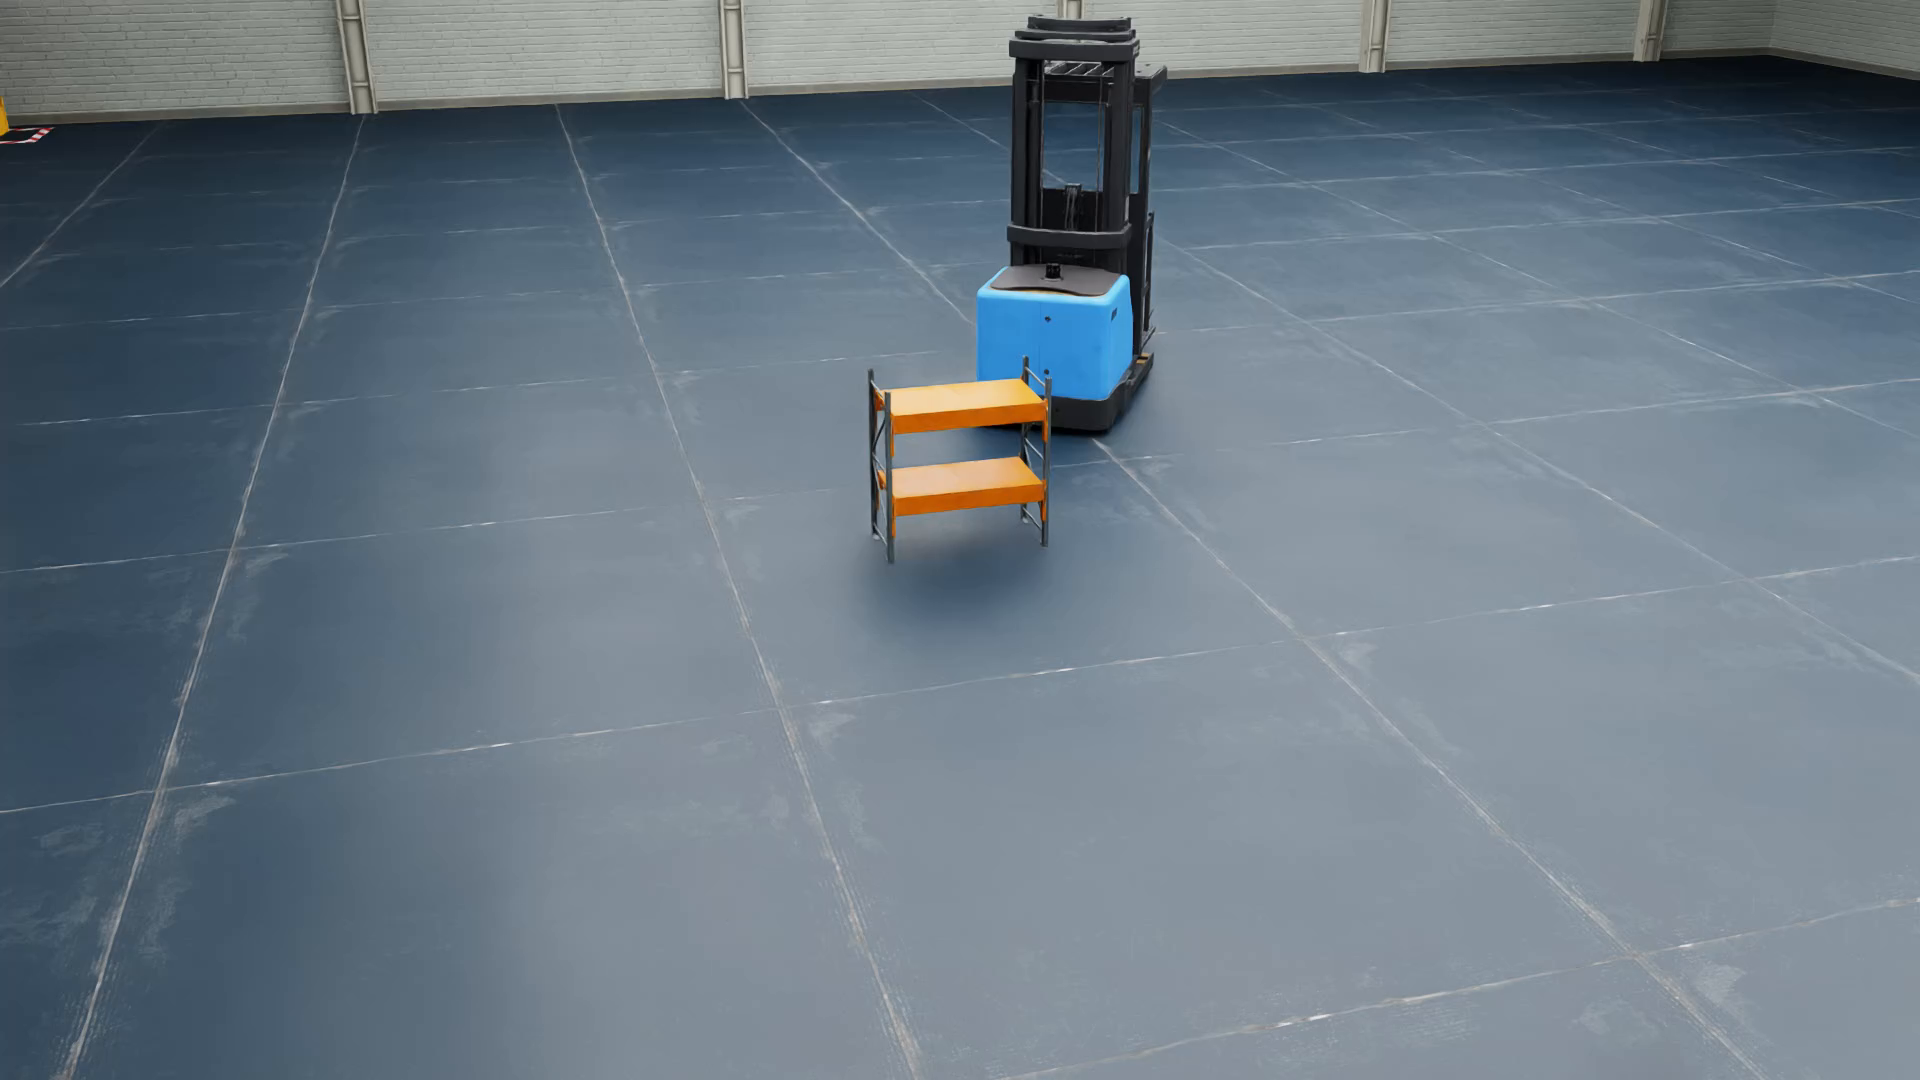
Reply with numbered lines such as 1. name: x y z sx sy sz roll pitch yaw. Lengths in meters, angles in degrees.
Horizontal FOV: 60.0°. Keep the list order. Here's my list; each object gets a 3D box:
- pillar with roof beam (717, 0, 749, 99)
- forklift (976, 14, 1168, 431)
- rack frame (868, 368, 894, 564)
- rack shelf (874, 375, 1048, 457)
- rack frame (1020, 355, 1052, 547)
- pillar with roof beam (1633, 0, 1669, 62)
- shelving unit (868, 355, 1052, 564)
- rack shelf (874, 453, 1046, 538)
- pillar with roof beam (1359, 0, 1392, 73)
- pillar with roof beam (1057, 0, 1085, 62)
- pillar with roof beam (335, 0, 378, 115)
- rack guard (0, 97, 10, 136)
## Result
1. pillar with roof beam: -2.655 -10.034 22.722 0.400 9.000 9.100 -6 24 -14
2. forklift: 1.010 -2.722 13.377 1.130 2.935 3.031 7 24 15
3. rack frame: -0.496 -0.462 10.400 0.032 1.125 0.500 -6 24 -14
4. rack shelf: -0.007 -0.785 10.411 1.000 0.278 0.538 -6 24 -14
5. rack frame: 0.483 -0.570 10.653 0.032 1.125 0.500 -6 24 -14
6. pillar with roof beam: 14.676 -11.951 27.190 0.400 9.000 9.100 -6 24 -14
7. shelving unit: -0.007 -0.516 10.527 1.048 1.125 0.538 -6 24 -14
8. rack shelf: -0.007 -0.292 10.623 1.000 0.278 0.538 -6 24 -14
9. pillar with roof beam: 8.899 -11.312 25.700 0.400 9.000 9.100 -6 24 -14
10. pillar with roof beam: 3.122 -10.673 24.211 0.400 9.000 9.100 -6 24 -14
11. pillar with roof beam: -8.432 -9.394 21.232 0.400 9.000 9.100 -6 24 -14
12. rack guard: -14.435 -6.219 24.609 0.348 0.500 1.175 -6 24 -14
